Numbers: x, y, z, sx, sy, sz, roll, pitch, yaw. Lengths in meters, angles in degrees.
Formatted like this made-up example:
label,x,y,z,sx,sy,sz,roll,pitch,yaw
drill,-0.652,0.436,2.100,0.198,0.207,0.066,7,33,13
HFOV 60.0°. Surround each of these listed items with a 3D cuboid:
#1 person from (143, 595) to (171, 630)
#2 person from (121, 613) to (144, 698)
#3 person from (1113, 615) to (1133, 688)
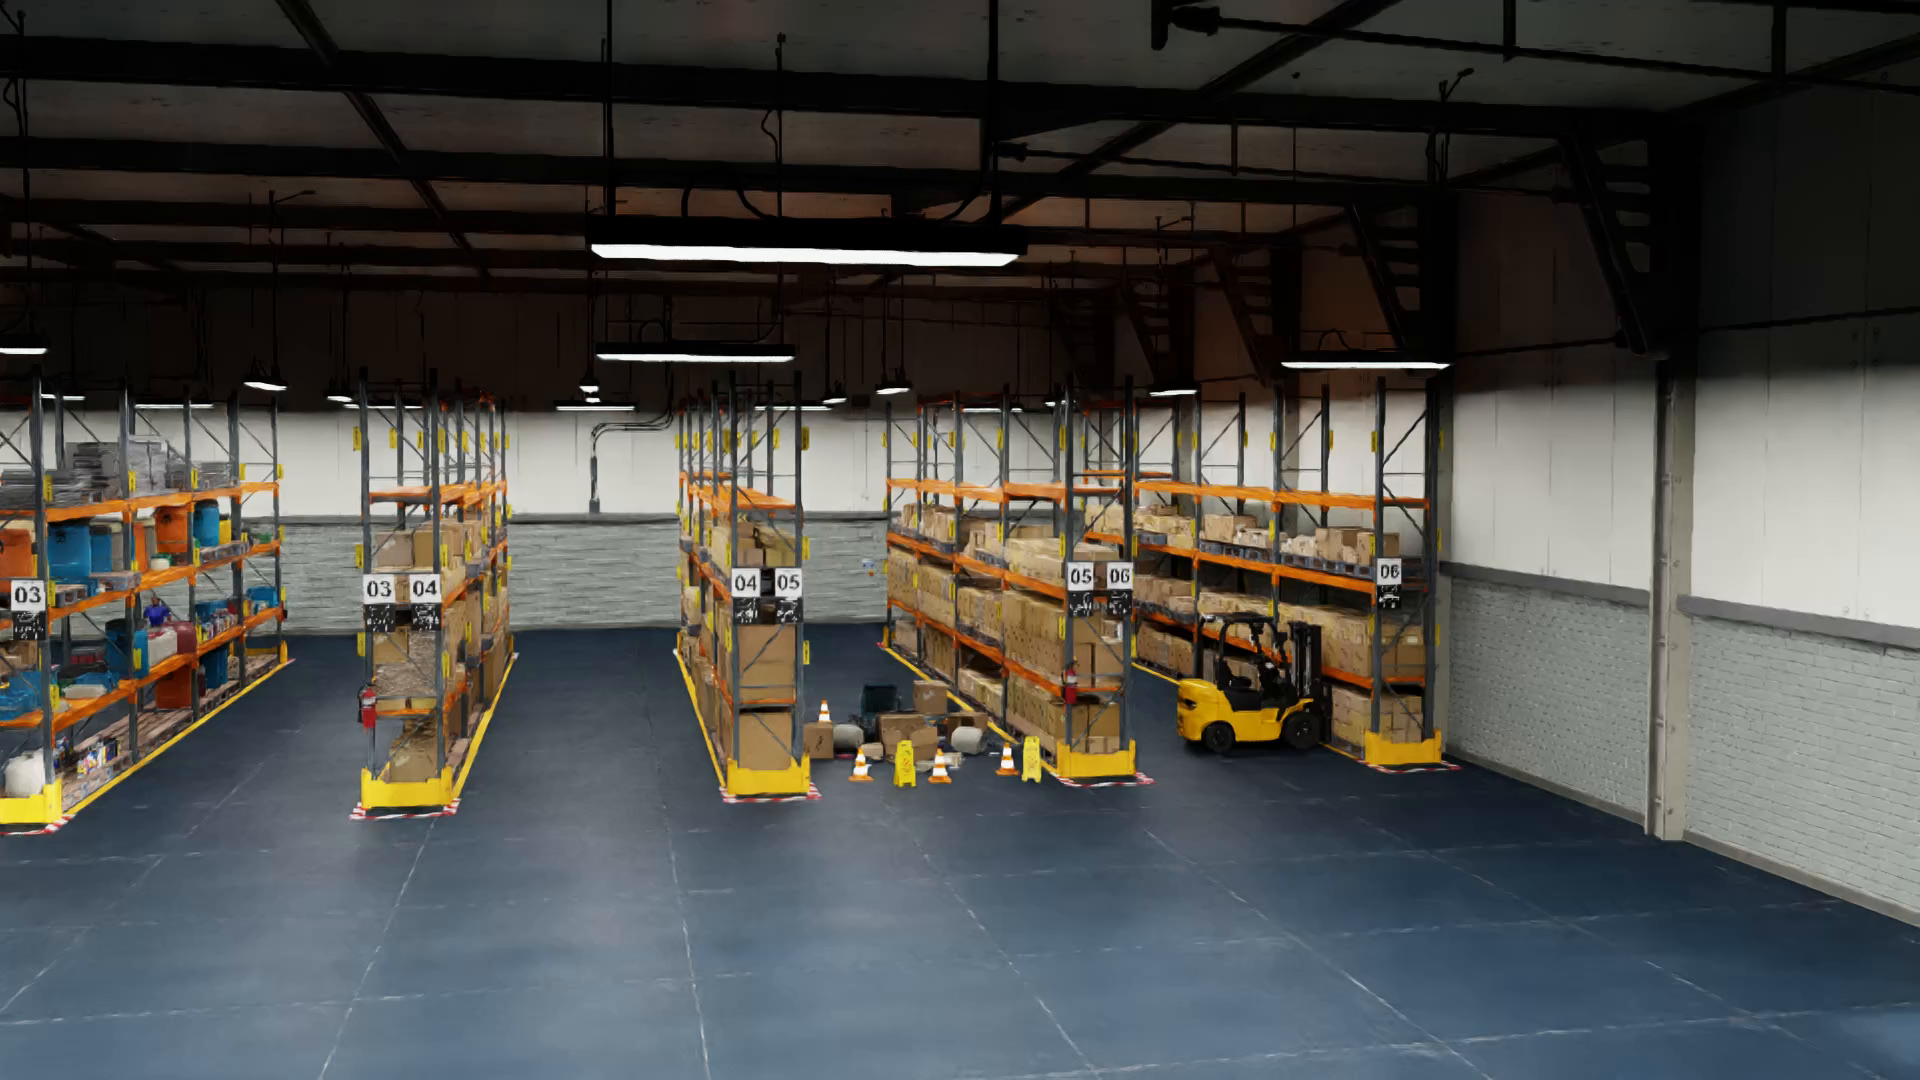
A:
label,x,y,z,sx,sy,sz,roll,pitch,yaw
person,-17.917,2.000,37.113,0.592,1.604,0.513,-1,4,-14
person,-16.089,2.235,32.235,0.719,1.714,0.578,-1,3,-14
person,3.249,2.198,33.601,0.534,1.578,0.522,1,3,14
